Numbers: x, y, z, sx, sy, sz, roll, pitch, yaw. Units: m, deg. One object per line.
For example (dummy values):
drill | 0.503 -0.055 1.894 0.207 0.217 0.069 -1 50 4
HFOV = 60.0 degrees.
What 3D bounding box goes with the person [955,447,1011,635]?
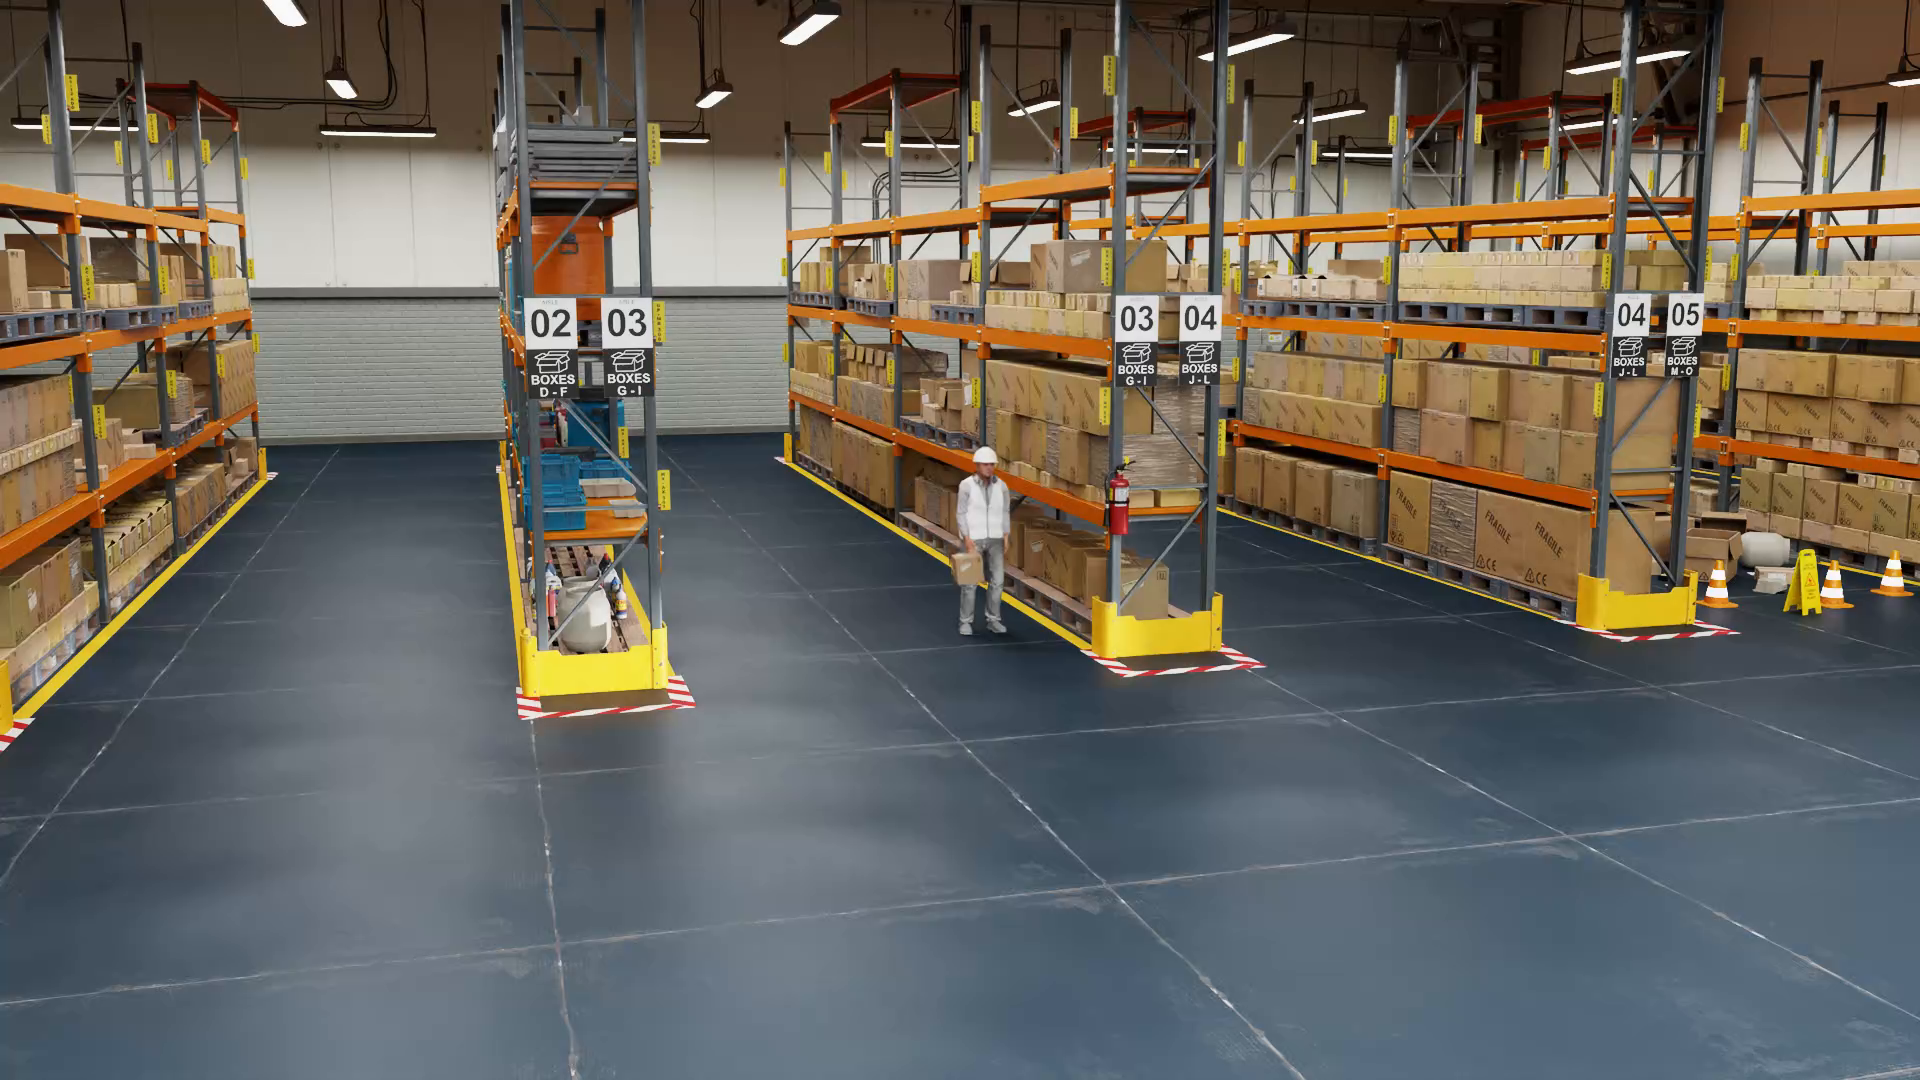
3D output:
person | 0.222 -0.003 15.789 0.553 1.778 0.434 -3 10 -19
